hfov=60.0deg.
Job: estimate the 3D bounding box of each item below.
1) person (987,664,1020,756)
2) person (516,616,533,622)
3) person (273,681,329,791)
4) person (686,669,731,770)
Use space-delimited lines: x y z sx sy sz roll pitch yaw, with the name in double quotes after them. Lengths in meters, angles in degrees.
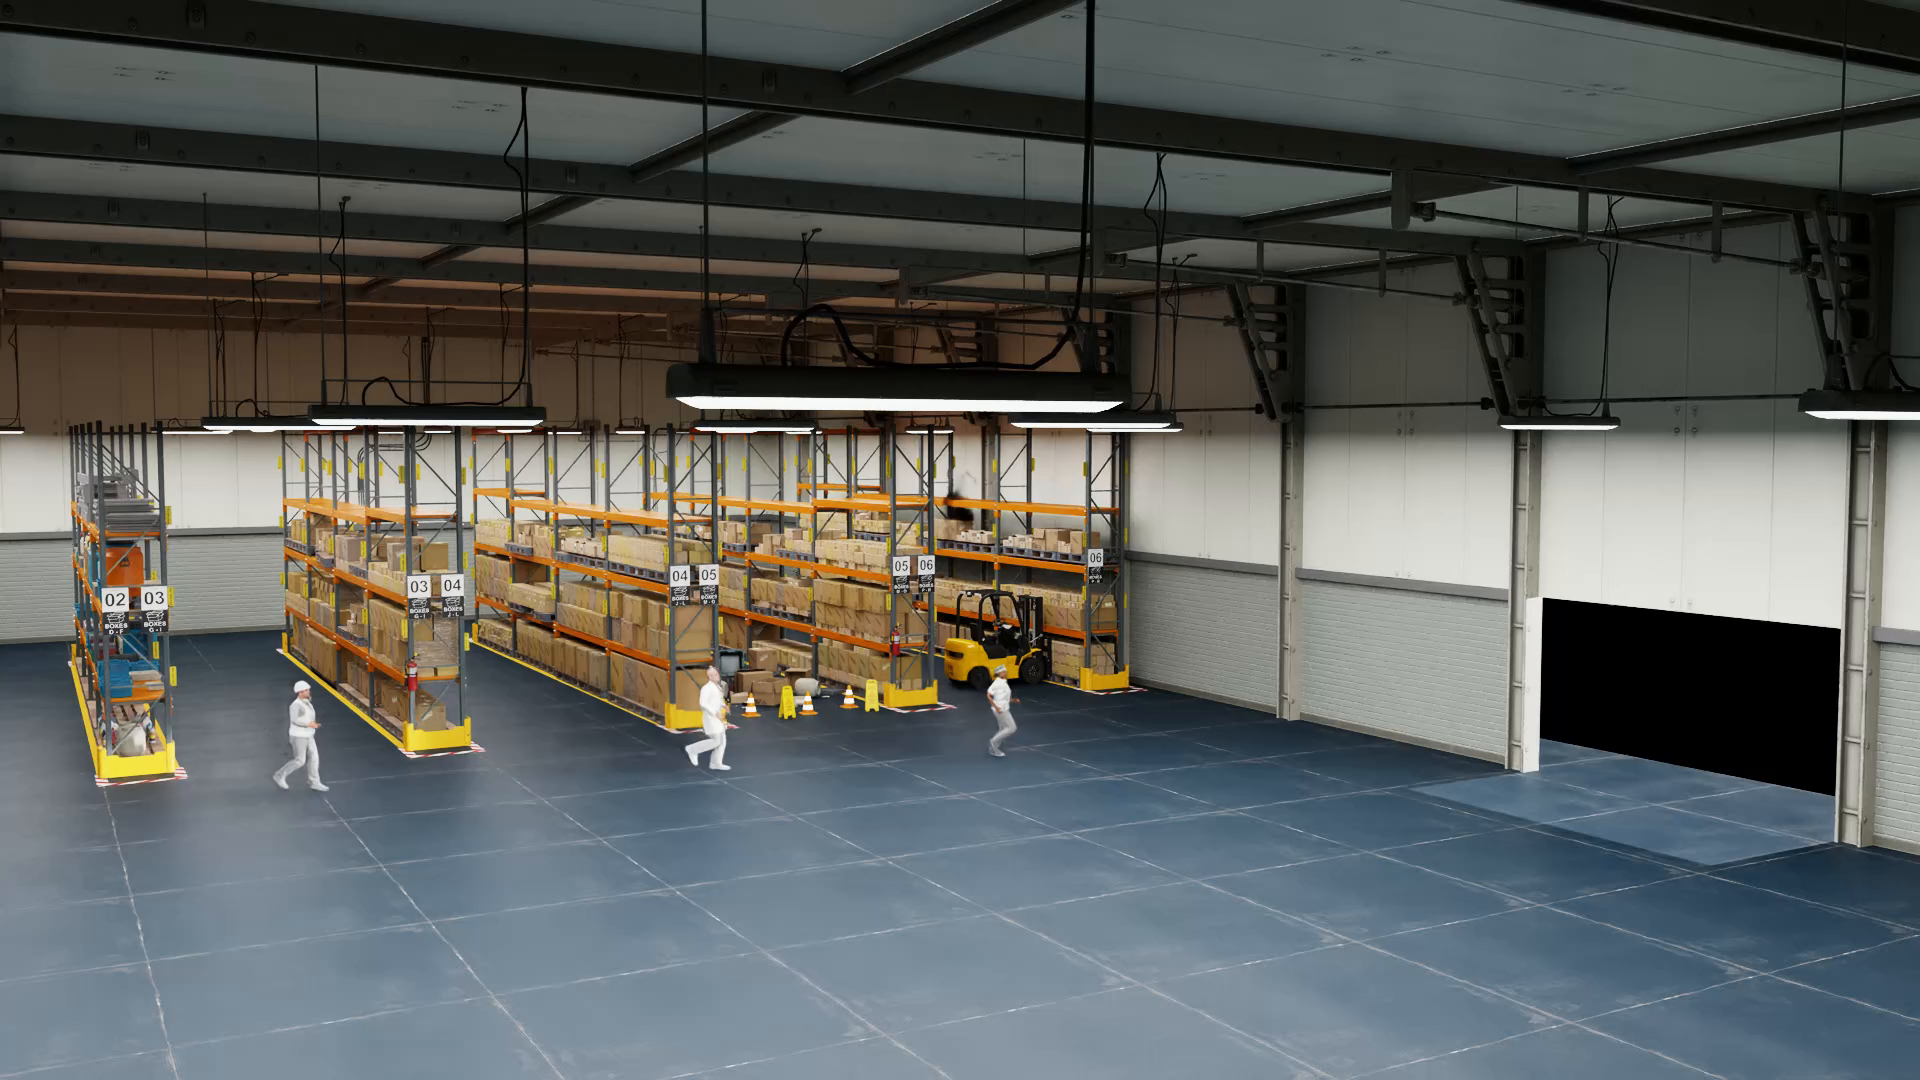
0.793 3.045 29.794 0.576 1.659 0.560 1 4 11 "person"
-12.795 1.909 48.467 0.822 1.626 0.582 2 4 27 "person"
-10.652 3.174 26.900 0.821 1.790 0.680 0 4 -1 "person"
-4.324 3.087 28.679 0.744 1.760 0.712 0 4 7 "person"
